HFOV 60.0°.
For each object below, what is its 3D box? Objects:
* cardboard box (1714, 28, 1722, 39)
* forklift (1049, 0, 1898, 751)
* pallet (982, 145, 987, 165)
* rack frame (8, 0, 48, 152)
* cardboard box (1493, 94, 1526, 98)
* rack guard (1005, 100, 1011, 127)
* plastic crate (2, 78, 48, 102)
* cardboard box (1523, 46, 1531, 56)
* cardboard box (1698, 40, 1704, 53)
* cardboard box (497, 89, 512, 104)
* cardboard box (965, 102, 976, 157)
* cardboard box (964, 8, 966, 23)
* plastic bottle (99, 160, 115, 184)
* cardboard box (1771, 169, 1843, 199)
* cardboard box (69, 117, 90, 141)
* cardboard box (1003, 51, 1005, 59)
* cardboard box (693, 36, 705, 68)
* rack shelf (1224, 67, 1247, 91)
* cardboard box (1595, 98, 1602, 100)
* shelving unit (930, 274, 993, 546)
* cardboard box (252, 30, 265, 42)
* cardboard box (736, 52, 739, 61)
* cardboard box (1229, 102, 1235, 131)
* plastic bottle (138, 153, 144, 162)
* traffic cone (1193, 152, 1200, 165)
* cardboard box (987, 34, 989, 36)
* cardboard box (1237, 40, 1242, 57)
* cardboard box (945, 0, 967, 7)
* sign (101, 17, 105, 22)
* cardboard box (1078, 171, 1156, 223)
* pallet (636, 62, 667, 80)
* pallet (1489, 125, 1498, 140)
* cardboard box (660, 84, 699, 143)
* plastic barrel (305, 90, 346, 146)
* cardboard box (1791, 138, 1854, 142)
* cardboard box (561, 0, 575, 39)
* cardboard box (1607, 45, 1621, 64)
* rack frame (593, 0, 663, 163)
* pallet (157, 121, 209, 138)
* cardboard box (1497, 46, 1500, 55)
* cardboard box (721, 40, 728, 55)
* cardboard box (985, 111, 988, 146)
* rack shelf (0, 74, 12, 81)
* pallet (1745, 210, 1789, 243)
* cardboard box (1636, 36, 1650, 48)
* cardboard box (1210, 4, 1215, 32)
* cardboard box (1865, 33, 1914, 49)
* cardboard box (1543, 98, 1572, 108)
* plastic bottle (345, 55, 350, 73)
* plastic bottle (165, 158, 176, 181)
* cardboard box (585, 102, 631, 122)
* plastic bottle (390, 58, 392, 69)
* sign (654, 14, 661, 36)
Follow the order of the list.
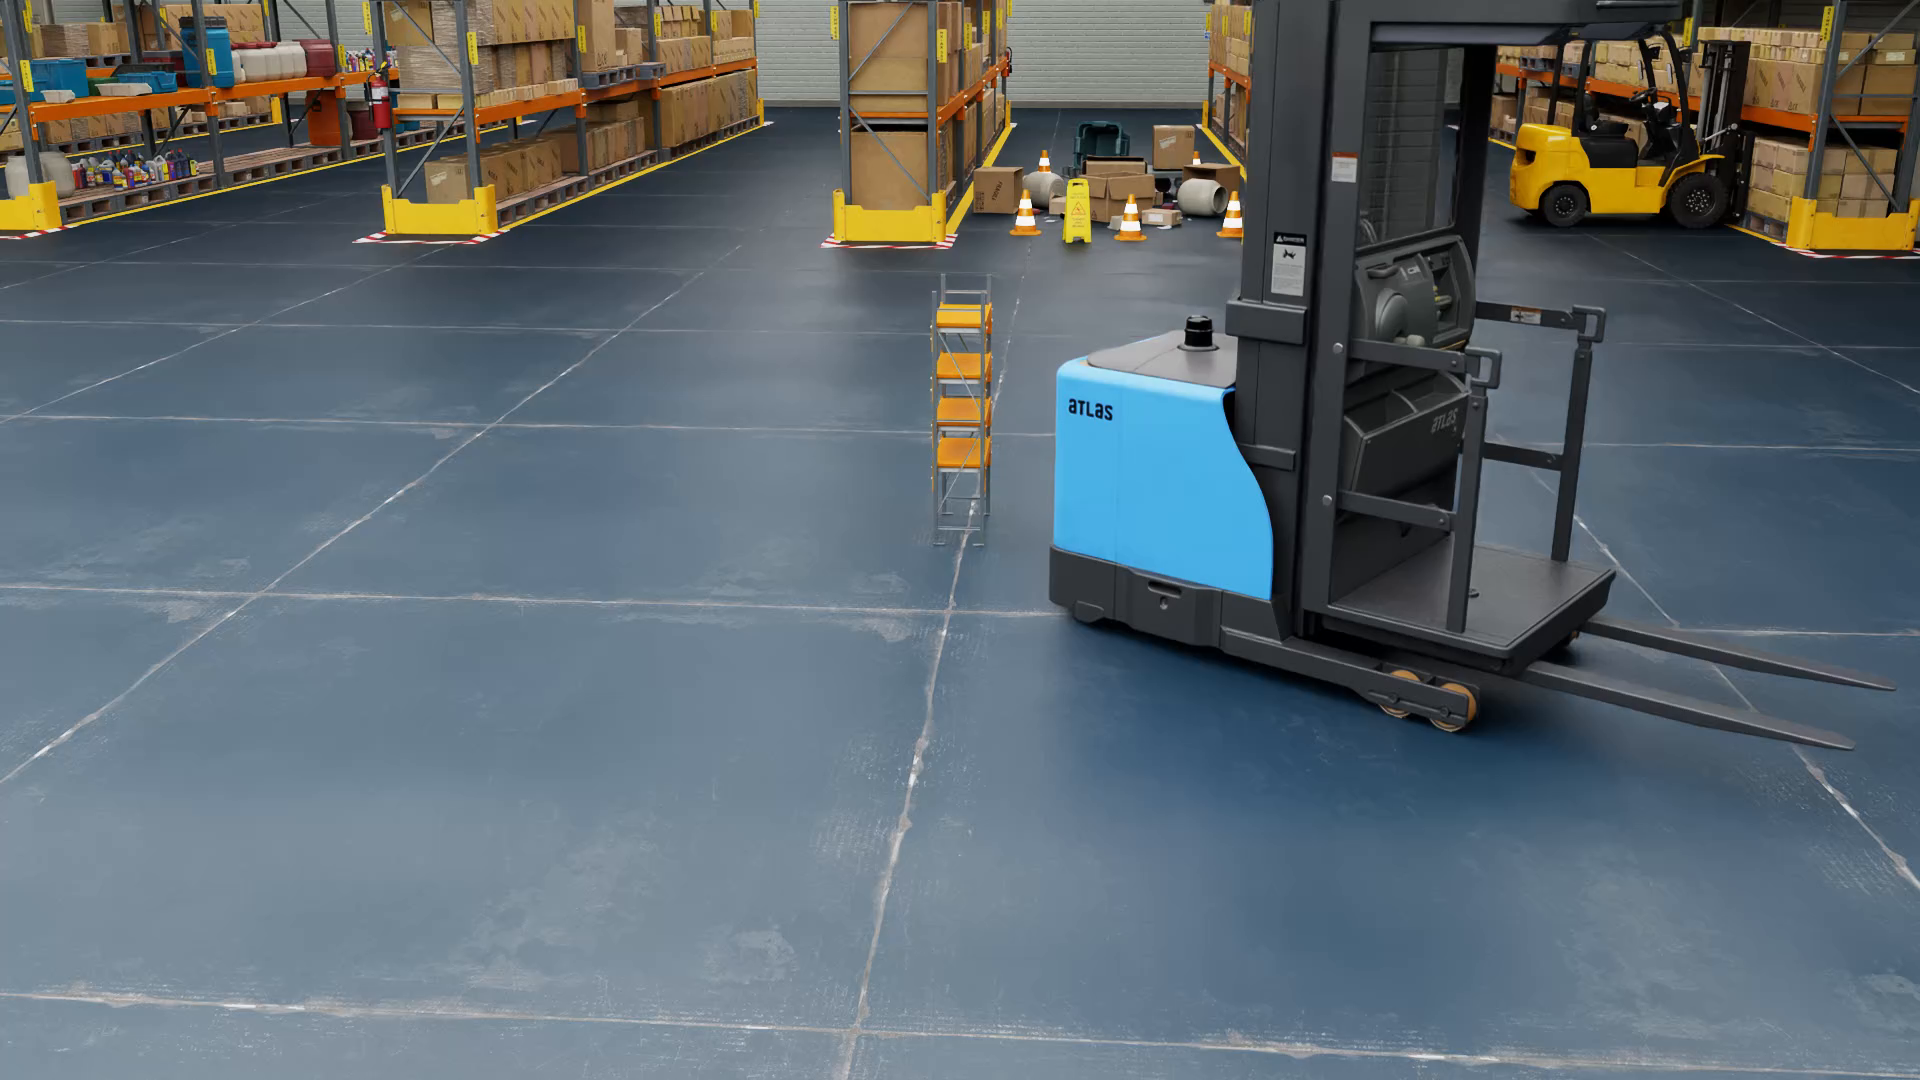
[{"bbox_3d":[9.213,-6.013,19.775,0.380,0.149,0.250,2,18,5],"label":"cardboard box"},{"bbox_3d":[1.833,-0.904,5.973,3.031,2.935,1.130,14,23,37],"label":"forklift"},{"bbox_3d":[-0.109,-6.040,26.017,1.003,0.211,1.213,1,18,4],"label":"pallet"},{"bbox_3d":[-14.987,-7.487,25.955,1.000,3.000,0.127,1,18,4],"label":"rack frame"},{"bbox_3d":[10.064,-7.978,30.792,0.700,0.500,0.500,2,18,6],"label":"cardboard box"},{"bbox_3d":[0.402,-8.396,32.743,1.175,0.500,0.348,1,18,4],"label":"rack guard"},{"bbox_3d":[-10.830,-5.184,19.164,0.499,0.251,0.408,1,18,4],"label":"plastic crate"},{"bbox_3d":[9.758,-8.278,27.534,0.700,0.500,0.500,2,18,5],"label":"cardboard box"},{"bbox_3d":[9.157,-5.954,20.074,0.380,0.149,0.250,1,18,3],"label":"cardboard box"},{"bbox_3d":[-5.329,-5.054,18.933,0.380,0.149,0.250,1,18,4],"label":"cardboard box"},{"bbox_3d":[-0.300,-6.066,24.556,1.050,0.750,0.750,1,18,3],"label":"cardboard box"},{"bbox_3d":[-0.278,-7.189,23.281,0.700,0.500,0.500,1,18,3],"label":"cardboard box"},{"bbox_3d":[-10.699,-4.620,20.873,0.152,0.276,0.135,1,18,4],"label":"plastic bottle"},{"bbox_3d":[8.879,-3.738,17.451,0.500,0.250,0.500,1,18,3],"label":"cardboard box"},{"bbox_3d":[-14.637,-6.806,27.184,0.500,0.500,0.500,1,18,2],"label":"cardboard box"},{"bbox_3d":[0.666,-9.380,32.136,0.380,0.149,0.250,1,18,4],"label":"cardboard box"},{"bbox_3d":[-4.623,-8.250,28.122,0.500,0.500,0.500,2,18,6],"label":"cardboard box"},{"bbox_3d":[4.922,-7.323,26.609,1.077,0.370,4.000,1,18,4],"label":"rack shelf"},{"bbox_3d":[10.263,-7.138,27.187,0.380,0.149,0.250,0,18,1],"label":"cardboard box"},{"bbox_3d":[0.012,-0.622,7.893,0.258,1.200,0.503,1,18,4],"label":"shelving unit"},{"bbox_3d":[-14.174,-9.874,33.079,0.500,0.500,0.500,2,18,6],"label":"cardboard box"},{"bbox_3d":[-4.340,-9.037,31.089,0.380,0.149,0.250,2,18,5],"label":"cardboard box"},{"bbox_3d":[5.217,-7.460,29.314,0.875,0.438,0.875,1,18,3],"label":"cardboard box"},{"bbox_3d":[-10.793,-4.956,21.906,0.097,0.271,0.097,0,18,0],"label":"plastic bottle"},{"bbox_3d":[3.184,-5.012,22.476,0.336,0.463,0.334,1,18,4],"label":"traffic cone"},{"bbox_3d":[0.286,-8.599,28.121,0.380,0.149,0.250,2,18,6],"label":"cardboard box"},{"bbox_3d":[4.609,-7.685,25.996,0.500,0.250,0.500,1,18,2],"label":"cardboard box"},{"bbox_3d":[-0.116,-9.181,28.880,0.500,0.500,0.500,1,18,2],"label":"cardboard box"},{"bbox_3d":[-15.242,-9.150,29.641,0.100,0.325,0.005,1,18,4],"label":"sign"},{"bbox_3d":[1.805,-3.975,19.244,0.797,0.503,0.637,-13,22,-34],"label":"cardboard box"},{"bbox_3d":[-5.051,-6.950,24.623,1.213,0.211,1.003,1,18,4],"label":"pallet"},{"bbox_3d":[10.151,-7.444,30.303,1.003,0.211,1.213,1,18,4],"label":"pallet"},{"bbox_3d":[-4.964,-6.945,27.039,1.225,0.875,0.875,1,18,4],"label":"cardboard box"},{"bbox_3d":[-10.028,-6.696,26.351,0.600,0.830,0.708,1,18,4],"label":"plastic barrel"},{"bbox_3d":[9.458,-4.273,18.281,0.500,0.250,0.500,1,18,4],"label":"cardboard box"},{"bbox_3d":[-5.151,-6.540,20.822,0.500,0.500,0.500,1,18,4],"label":"cardboard box"},{"bbox_3d":[9.417,-6.812,23.334,0.500,0.250,0.500,2,18,6],"label":"cardboard box"},{"bbox_3d":[-5.106,-7.265,25.276,1.000,3.000,0.127,1,18,4],"label":"rack frame"},{"bbox_3d":[-14.650,-7.617,30.831,1.003,0.211,1.213,1,18,4],"label":"pallet"},{"bbox_3d":[9.917,-8.880,29.970,0.500,0.250,0.500,1,18,2],"label":"cardboard box"},{"bbox_3d":[-4.484,-8.871,29.943,0.500,0.250,0.500,1,18,4],"label":"cardboard box"},{"bbox_3d":[0.171,-6.504,26.296,0.500,0.500,0.500,1,18,5],"label":"cardboard box"},{"bbox_3d":[-15.130,-6.524,24.171,1.077,0.370,4.000,1,18,4],"label":"rack shelf"},{"bbox_3d":[9.169,-3.363,17.846,1.003,0.211,1.213,1,18,4],"label":"pallet"},{"bbox_3d":[9.249,-6.640,22.167,0.380,0.149,0.250,1,18,2],"label":"cardboard box"},{"bbox_3d":[5.033,-9.908,31.577,0.500,0.500,0.500,1,18,3],"label":"cardboard box"},{"bbox_3d":[9.393,-5.046,16.825,0.380,0.149,0.250,1,18,3],"label":"cardboard box"},{"bbox_3d":[9.769,-7.137,27.186,0.380,0.149,0.250,1,18,3],"label":"cardboard box"},{"bbox_3d":[-9.657,-7.477,26.130,0.097,0.271,0.097,0,18,0],"label":"plastic bottle"},{"bbox_3d":[-10.076,-4.734,21.208,0.061,0.283,0.133,3,18,8],"label":"plastic bottle"},{"bbox_3d":[-5.152,-6.268,24.340,0.500,0.250,0.500,3,18,10],"label":"cardboard box"},{"bbox_3d":[-9.535,-7.973,27.757,0.097,0.201,0.097,0,18,0],"label":"plastic bottle"},{"bbox_3d":[-4.564,-7.768,25.080,0.100,0.325,0.005,1,18,4],"label":"sign"}]
